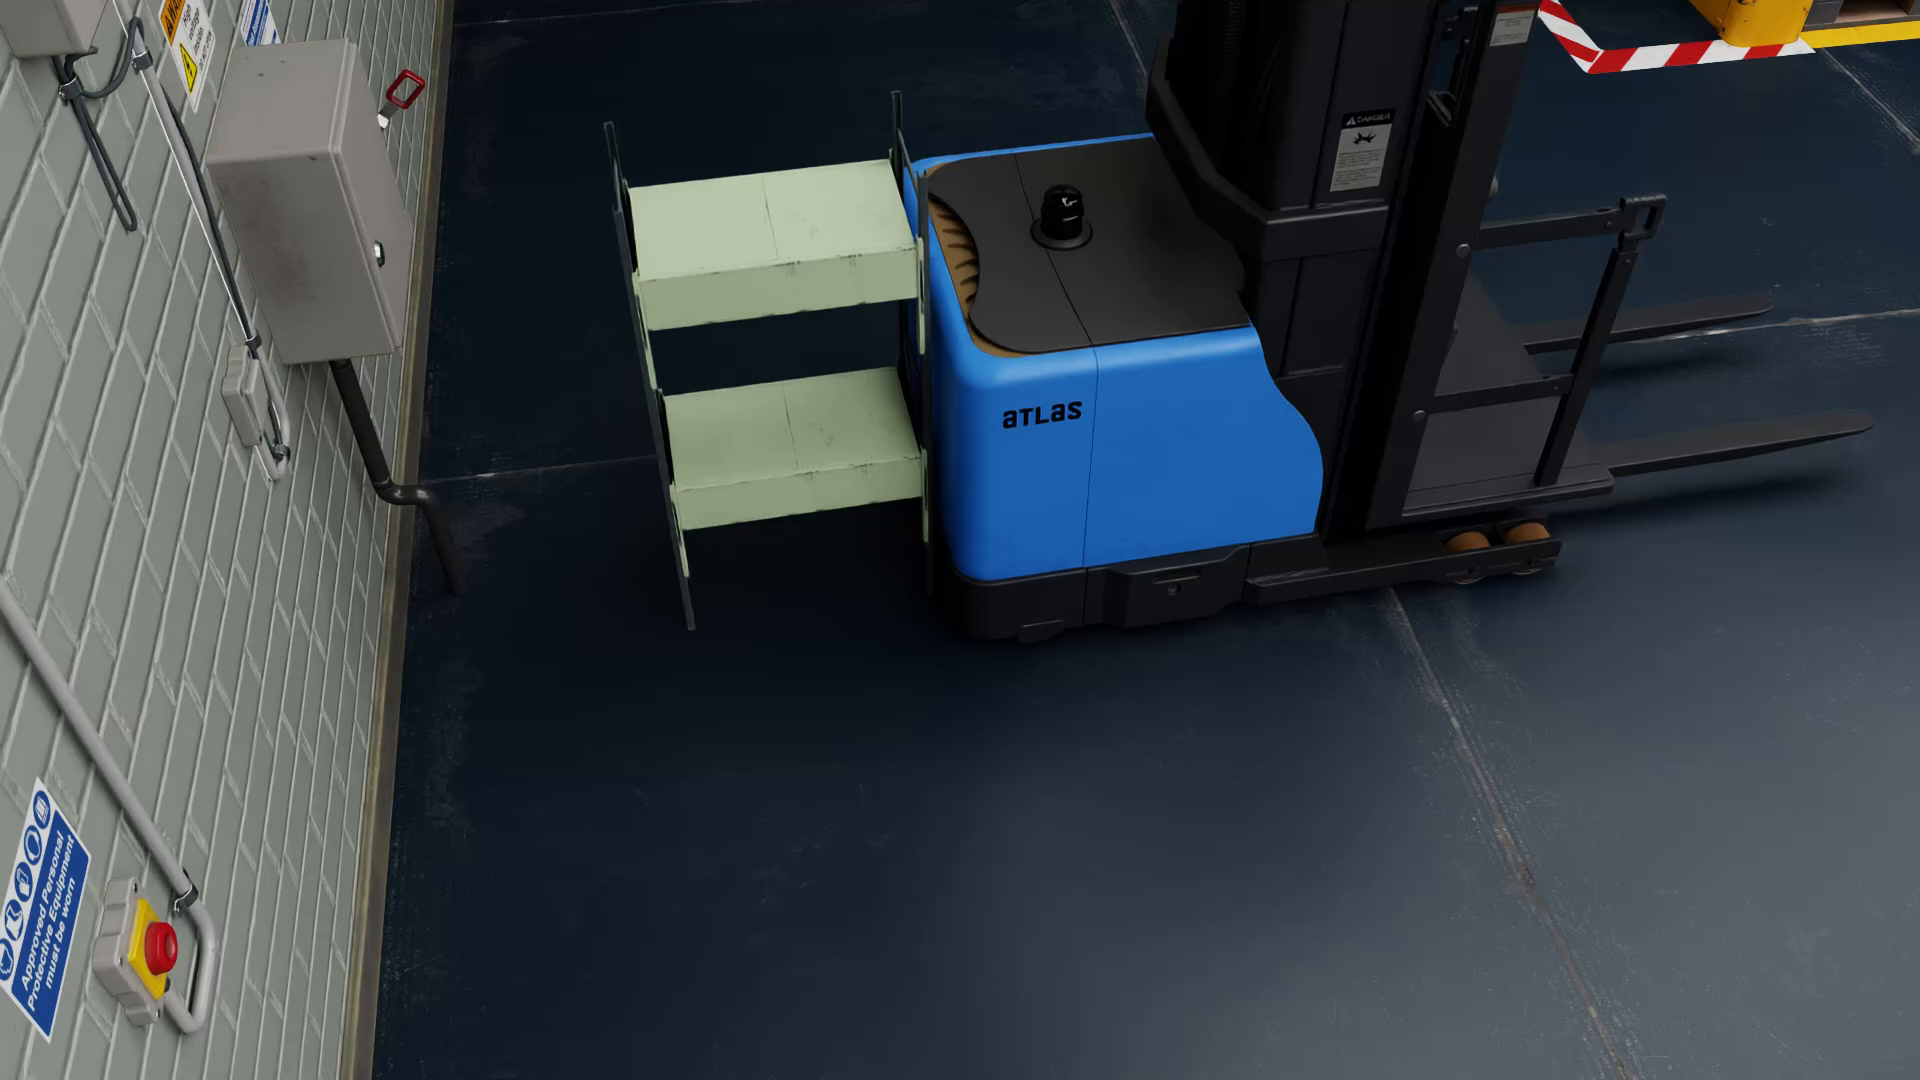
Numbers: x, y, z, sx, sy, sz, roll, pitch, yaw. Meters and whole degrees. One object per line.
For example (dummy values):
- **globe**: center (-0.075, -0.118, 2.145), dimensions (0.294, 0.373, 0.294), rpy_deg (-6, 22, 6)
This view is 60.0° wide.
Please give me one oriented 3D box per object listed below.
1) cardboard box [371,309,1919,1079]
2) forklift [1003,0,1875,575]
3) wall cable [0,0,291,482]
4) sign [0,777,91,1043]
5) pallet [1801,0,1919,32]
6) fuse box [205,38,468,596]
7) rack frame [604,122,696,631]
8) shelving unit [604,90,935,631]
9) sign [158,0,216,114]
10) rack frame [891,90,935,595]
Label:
- **cardboard box**: center (5.311, 0.540, 3.654), dimensions (13.522, 1.550, 6.103), rpy_deg (-8, 47, -7)
- **forklift**: center (1.417, -1.218, 4.450), dimensions (2.937, 2.843, 1.107), rpy_deg (-8, 47, -8)
- **wall cable**: center (-1.555, -0.762, 3.195), dimensions (0.122, 1.984, 0.588), rpy_deg (-7, 46, -7)
- **sign**: center (-1.354, 0.544, 2.455), dimensions (0.001, 0.218, 0.327), rpy_deg (-7, 46, -7)
- **pallet**: center (4.261, -2.775, 7.777), dimensions (1.213, 0.211, 1.003), rpy_deg (-7, 46, -7)
- **fuse box**: center (-1.516, -0.466, 4.510), dimensions (0.414, 1.711, 0.539), rpy_deg (-7, 46, -7)
- **rack frame**: center (-0.844, -0.389, 4.584), dimensions (0.023, 1.500, 0.400), rpy_deg (-8, 47, -8)
- **shelving unit**: center (-0.486, -0.442, 4.635), dimensions (0.755, 1.500, 0.400), rpy_deg (-8, 47, -8)
- **sign**: center (-1.711, -1.135, 3.687), dimensions (0.001, 0.242, 0.339), rpy_deg (-7, 46, -7)
- **rack frame**: center (-0.127, -0.495, 4.686), dimensions (0.023, 1.500, 0.400), rpy_deg (-8, 47, -8)
